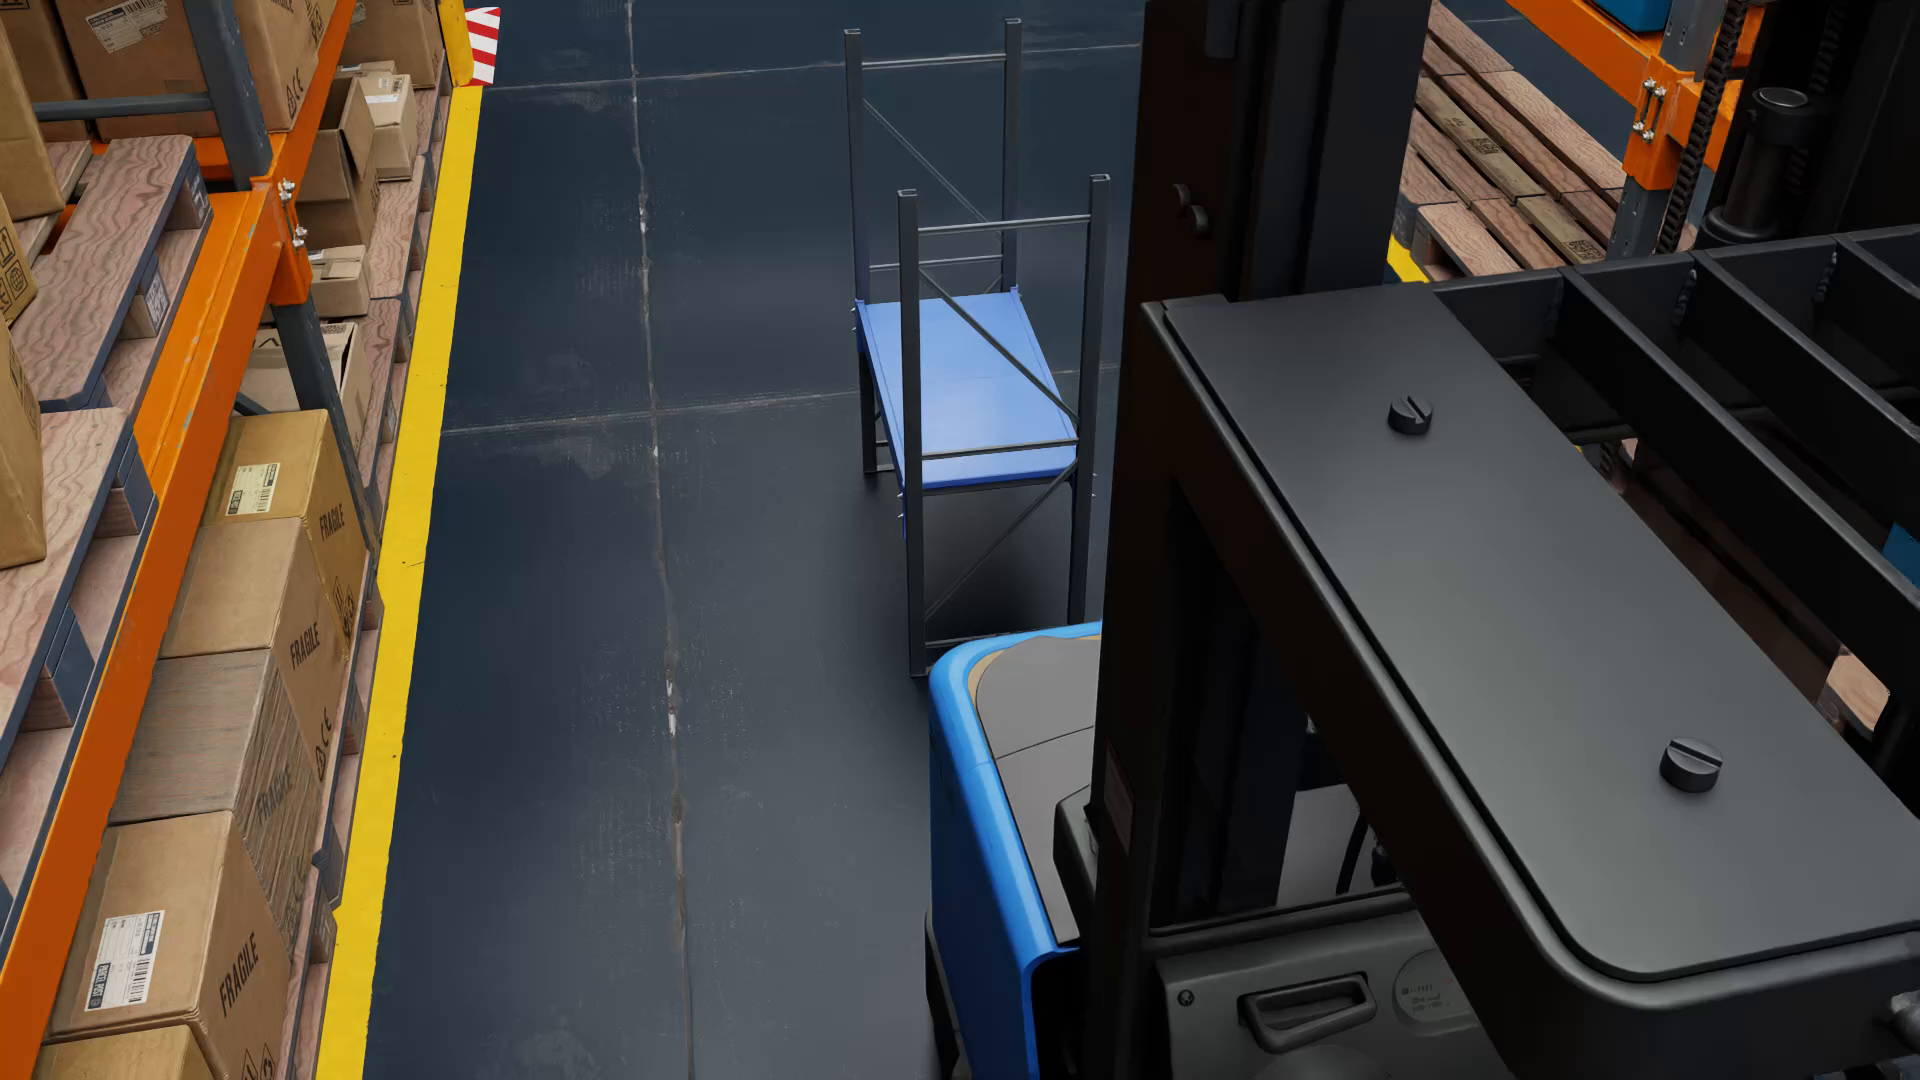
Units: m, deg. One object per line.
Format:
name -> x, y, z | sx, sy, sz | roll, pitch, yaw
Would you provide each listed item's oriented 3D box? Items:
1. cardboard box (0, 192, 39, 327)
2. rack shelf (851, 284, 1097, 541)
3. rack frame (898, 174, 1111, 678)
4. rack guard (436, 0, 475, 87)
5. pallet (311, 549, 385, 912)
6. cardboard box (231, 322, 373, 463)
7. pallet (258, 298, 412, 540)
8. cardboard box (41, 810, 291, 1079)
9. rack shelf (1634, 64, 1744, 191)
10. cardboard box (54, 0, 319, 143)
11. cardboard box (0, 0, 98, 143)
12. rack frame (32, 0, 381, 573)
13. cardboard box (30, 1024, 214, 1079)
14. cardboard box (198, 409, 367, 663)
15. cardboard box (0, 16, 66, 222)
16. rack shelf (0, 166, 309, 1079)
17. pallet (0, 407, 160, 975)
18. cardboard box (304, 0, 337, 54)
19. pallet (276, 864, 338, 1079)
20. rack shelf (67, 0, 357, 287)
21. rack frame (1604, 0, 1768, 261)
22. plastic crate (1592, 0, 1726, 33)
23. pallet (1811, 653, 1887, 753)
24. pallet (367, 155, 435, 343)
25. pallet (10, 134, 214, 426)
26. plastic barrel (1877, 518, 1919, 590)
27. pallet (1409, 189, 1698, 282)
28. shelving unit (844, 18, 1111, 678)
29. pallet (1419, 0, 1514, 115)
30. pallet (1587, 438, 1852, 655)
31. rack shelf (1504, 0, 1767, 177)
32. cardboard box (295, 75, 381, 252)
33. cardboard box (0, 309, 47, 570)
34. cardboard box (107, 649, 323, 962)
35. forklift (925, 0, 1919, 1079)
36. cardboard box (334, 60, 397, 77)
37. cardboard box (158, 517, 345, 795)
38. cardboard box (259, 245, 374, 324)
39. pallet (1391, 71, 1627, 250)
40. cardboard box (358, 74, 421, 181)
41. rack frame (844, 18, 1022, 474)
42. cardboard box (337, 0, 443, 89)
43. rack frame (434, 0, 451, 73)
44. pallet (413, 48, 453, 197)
cardboard box -> -2.252, -0.555, 3.095 | 0.700, 0.500, 0.500 | -1, 38, -1
rack shelf -> 0.015, -0.399, 4.834 | 0.538, 0.185, 1.000 | -6, 38, -8
rack frame -> 0.104, -0.234, 4.328 | 0.500, 1.500, 0.032 | -6, 38, -8
rack guard -> -2.986, -2.451, 7.997 | 1.175, 0.500, 0.348 | -6, 38, -8
pallet -> -2.118, 0.520, 4.408 | 1.003, 0.211, 1.213 | -6, 38, -8
cardboard box -> -2.159, -0.457, 5.226 | 0.500, 0.311, 0.500 | -6, 38, -8
pallet -> -2.418, -0.382, 5.569 | 1.003, 0.211, 1.213 | -6, 38, -8
cardboard box -> -1.672, 0.922, 3.297 | 0.500, 0.500, 0.500 | -7, 38, -9
rack shelf -> 2.930, -0.106, 3.528 | 1.077, 0.370, 4.000 | -6, 38, -8
cardboard box -> -2.119, -1.445, 4.583 | 0.500, 0.500, 0.500 | -5, 38, -7
cardboard box -> -2.638, -1.382, 4.502 | 0.500, 0.500, 0.500 | -6, 38, -7
rack frame -> -2.298, -1.068, 4.180 | 1.000, 3.000, 0.127 | -6, 38, -8
cardboard box -> -1.576, 1.237, 2.892 | 0.500, 0.500, 0.500 | -7, 38, -9
cardboard box -> -1.929, 0.013, 4.468 | 0.500, 0.500, 0.500 | -6, 38, -8
cardboard box -> -2.435, -0.963, 3.621 | 0.700, 0.500, 0.500 | -19, 42, -23
rack shelf -> -1.947, 0.424, 2.846 | 1.077, 0.370, 4.000 | -6, 38, -8
pallet -> -1.942, 0.250, 2.640 | 1.003, 0.211, 1.213 | -6, 38, -8
cardboard box -> -2.212, -1.754, 4.981 | 0.500, 0.500, 0.500 | -6, 38, -7
pallet -> -1.901, 1.259, 3.458 | 1.003, 0.211, 1.213 | -6, 38, -8
rack shelf -> -2.649, -1.992, 5.955 | 1.077, 0.370, 4.000 | -6, 38, -8
rack frame -> 2.579, -1.599, 4.863 | 1.000, 3.000, 0.127 | -6, 38, -8
plastic crate -> 2.162, -1.861, 5.165 | 0.392, 0.384, 0.575 | -6, 38, -8
pallet -> 2.891, 0.712, 4.162 | 1.003, 0.211, 1.213 | -6, 38, -8
pallet -> -2.635, -1.120, 6.520 | 1.003, 0.211, 1.213 | -6, 38, -8
pallet -> -2.265, -0.498, 3.602 | 1.003, 0.211, 1.213 | -6, 38, -8
plastic barrel -> 2.782, -0.178, 4.402 | 0.600, 0.901, 0.708 | -6, 38, -8
pallet -> 2.412, -0.937, 6.284 | 1.003, 0.211, 1.213 | -6, 38, -8
shelving unit -> 0.015, -0.541, 4.724 | 0.538, 1.500, 1.048 | -6, 38, -8
pallet -> 1.984, -2.411, 8.181 | 1.003, 0.211, 1.213 | -6, 38, -8
pallet -> 2.673, -0.027, 5.112 | 1.003, 0.211, 1.213 | -6, 38, -8
rack shelf -> 2.229, -2.522, 6.638 | 1.077, 0.370, 4.000 | -6, 38, -8
cardboard box -> -2.633, -1.390, 6.271 | 0.797, 0.503, 0.637 | -6, 38, -8
cardboard box -> -1.928, -0.213, 2.655 | 0.700, 0.500, 0.500 | -16, 41, -19
cardboard box -> -1.764, 0.615, 3.692 | 0.500, 0.500, 0.500 | -6, 38, -7
forklift -> 0.754, 0.710, 1.947 | 1.130, 2.935, 3.031 | -8, 39, -10
cardboard box -> -2.679, -1.983, 7.308 | 0.380, 0.166, 0.250 | -6, 38, -8
cardboard box -> -1.851, 0.312, 4.082 | 0.500, 0.500, 0.500 | -6, 38, -8
cardboard box -> -2.320, -0.921, 5.941 | 0.380, 0.166, 0.250 | -6, 38, -8
pallet -> 2.195, -1.676, 7.235 | 1.003, 0.211, 1.213 | -6, 38, -8
cardboard box -> -2.525, -1.693, 6.867 | 0.500, 0.250, 0.500 | -6, 38, -8
rack frame -> -0.074, -0.848, 5.119 | 0.500, 1.500, 0.032 | -6, 38, -8
cardboard box -> -2.662, -2.369, 7.533 | 0.500, 0.500, 0.500 | -6, 38, -8
rack frame -> -2.999, -3.484, 7.290 | 1.000, 3.000, 0.127 | -6, 38, -8
pallet -> -2.845, -1.855, 7.466 | 1.003, 0.211, 1.213 | -6, 38, -8
